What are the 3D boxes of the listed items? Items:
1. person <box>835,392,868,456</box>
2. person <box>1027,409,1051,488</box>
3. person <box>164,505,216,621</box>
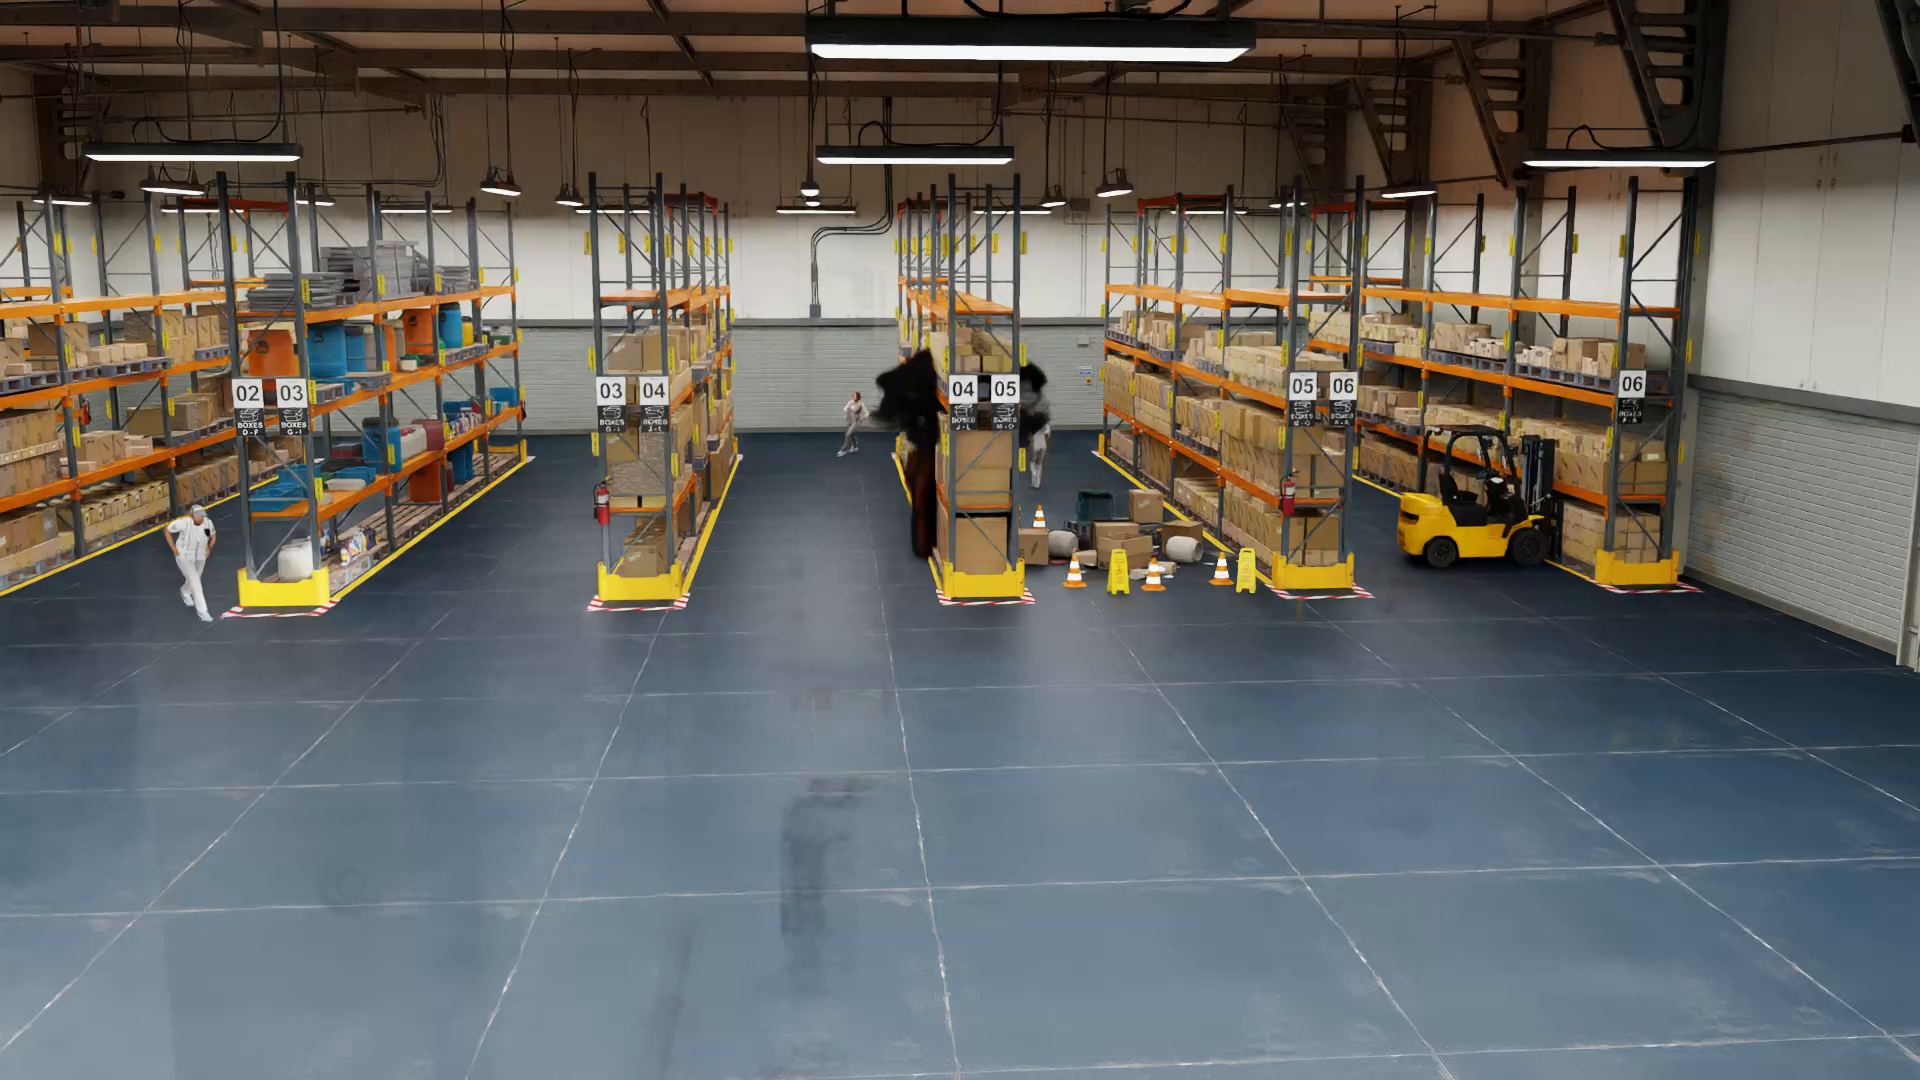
[{"bbox_3d":[-2.580,-2.818,40.191,0.676,1.554,0.770,8,13,37],"label":"person"},{"bbox_3d":[1.640,-1.924,34.912,0.554,1.639,0.583,-2,10,-13],"label":"person"},{"bbox_3d":[-10.496,0.286,22.684,0.643,1.627,1.035,-10,14,-43],"label":"person"}]
